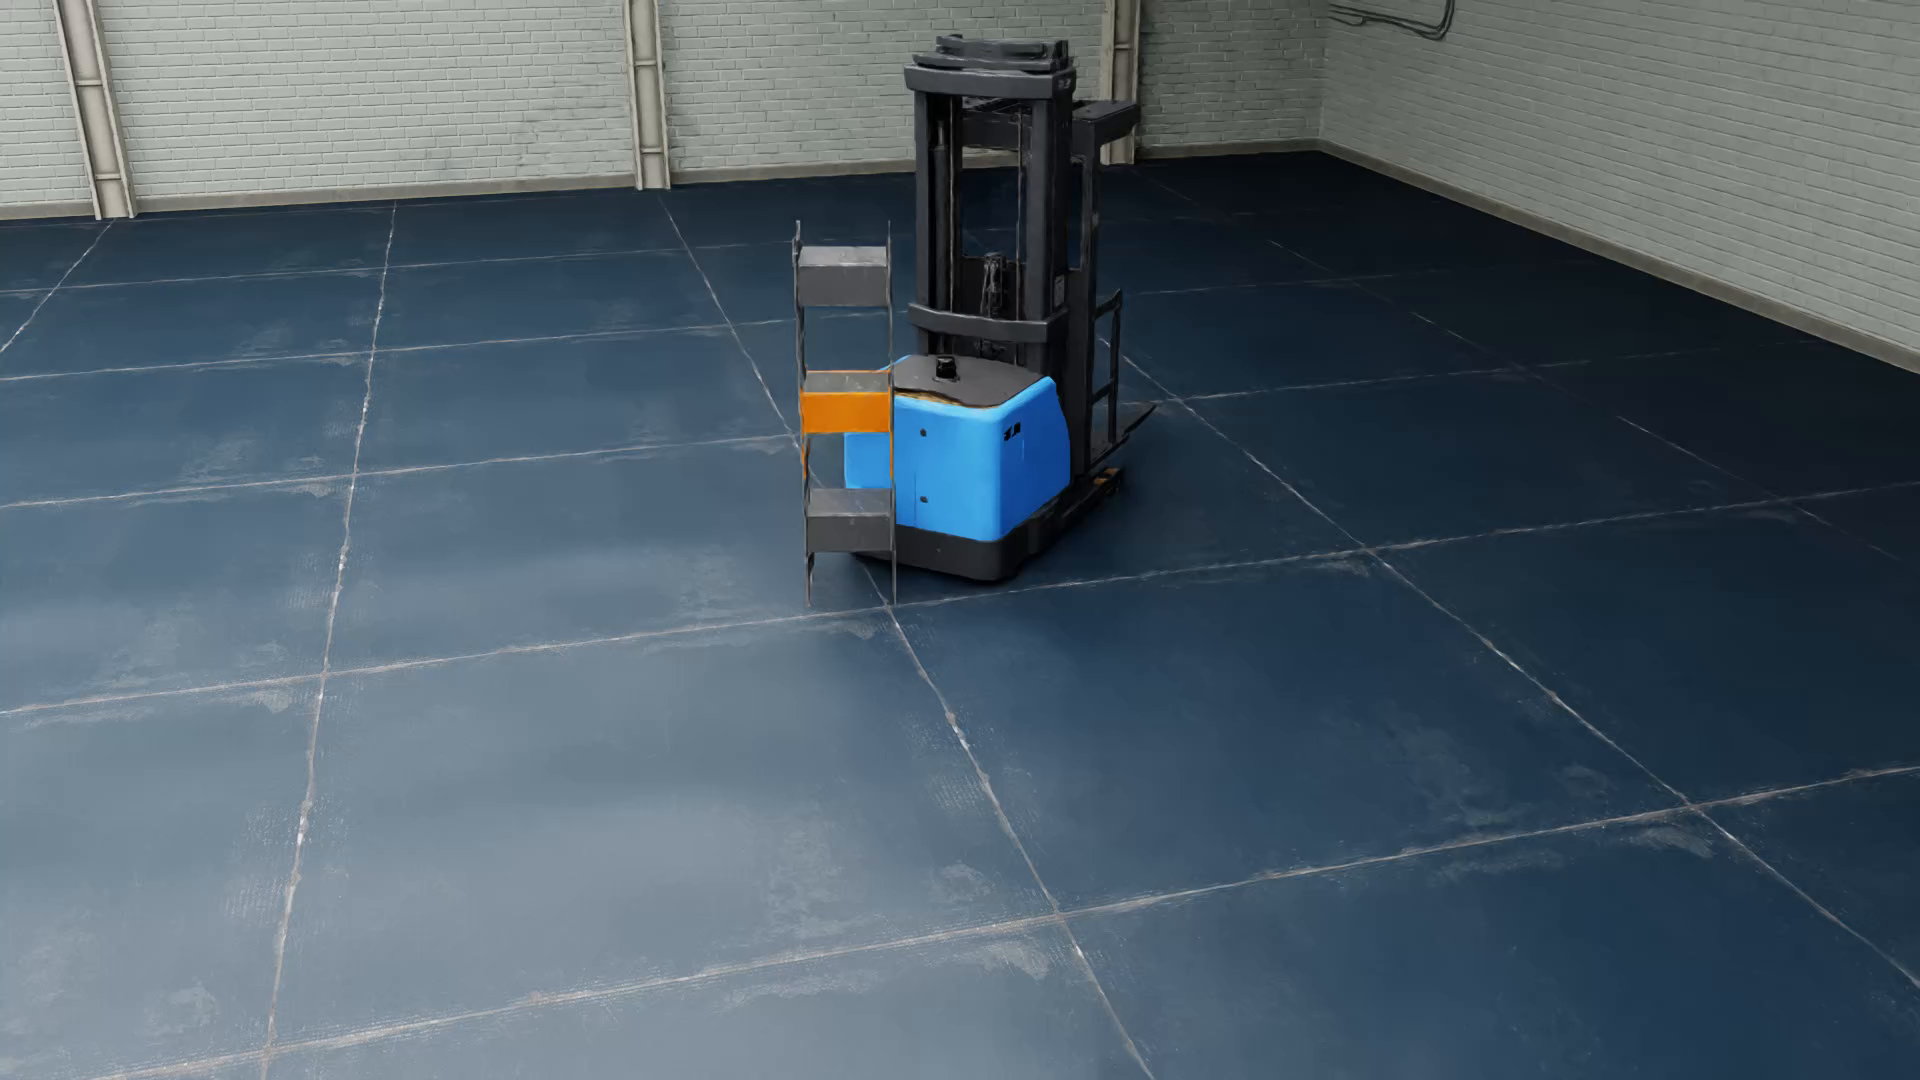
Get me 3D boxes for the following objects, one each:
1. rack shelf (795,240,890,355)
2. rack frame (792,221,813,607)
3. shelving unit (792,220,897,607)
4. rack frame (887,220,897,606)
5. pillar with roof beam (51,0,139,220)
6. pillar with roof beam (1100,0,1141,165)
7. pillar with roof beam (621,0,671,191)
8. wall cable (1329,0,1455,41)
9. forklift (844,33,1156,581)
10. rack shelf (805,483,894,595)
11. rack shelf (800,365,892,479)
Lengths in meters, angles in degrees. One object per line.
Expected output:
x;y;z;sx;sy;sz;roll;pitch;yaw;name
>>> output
-0.616;-1.298;8.872;0.480;0.518;0.431;-1;23;-1;rack shelf
-0.860;-0.665;9.136;0.015;2.100;0.400;-1;23;-1;rack frame
-0.616;-0.667;9.143;0.503;2.100;0.431;-1;23;-1;shelving unit
-0.372;-0.670;9.149;0.015;2.100;0.400;-1;23;-1;rack frame
-8.352;-6.162;13.200;0.400;9.000;9.100;-6;24;-14;pillar with roof beam
3.202;-7.441;16.179;0.400;9.000;9.100;-6;24;-14;pillar with roof beam
-2.575;-6.802;14.689;0.400;9.000;9.100;-6;24;-14;pillar with roof beam
5.232;-7.460;20.161;0.112;2.526;3.097;-6;24;-14;wall cable
0.429;-1.658;10.397;1.130;2.935;3.031;11;26;25;forklift
-0.616;-0.012;9.424;0.480;0.518;0.431;-1;23;-1;rack shelf
-0.616;-0.655;9.148;0.480;0.518;0.431;-1;23;-1;rack shelf
